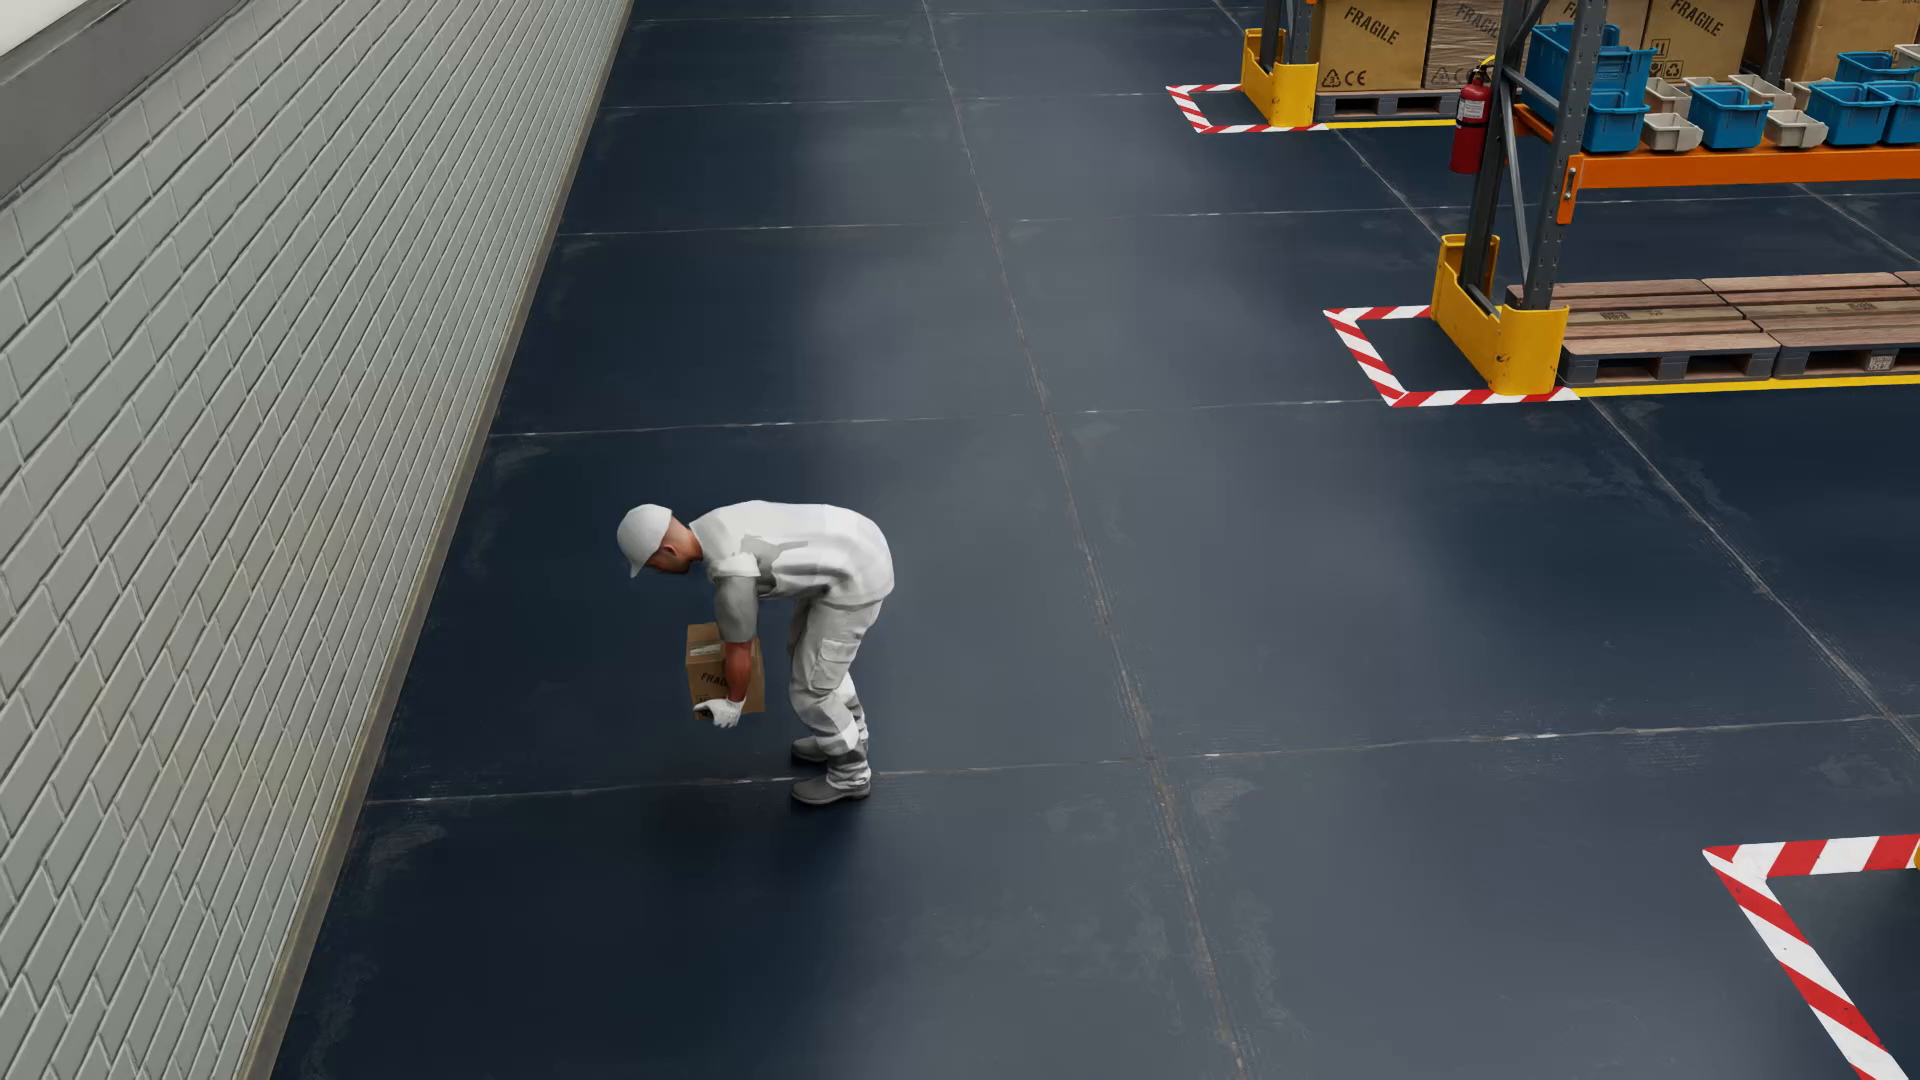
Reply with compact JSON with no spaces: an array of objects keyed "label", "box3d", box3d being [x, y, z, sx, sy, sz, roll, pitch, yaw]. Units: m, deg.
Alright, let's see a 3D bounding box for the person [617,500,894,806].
[{"label":"person","box3d":[-0.708,0.385,6.018,0.949,1.218,0.494,-4,31,-6]}]
